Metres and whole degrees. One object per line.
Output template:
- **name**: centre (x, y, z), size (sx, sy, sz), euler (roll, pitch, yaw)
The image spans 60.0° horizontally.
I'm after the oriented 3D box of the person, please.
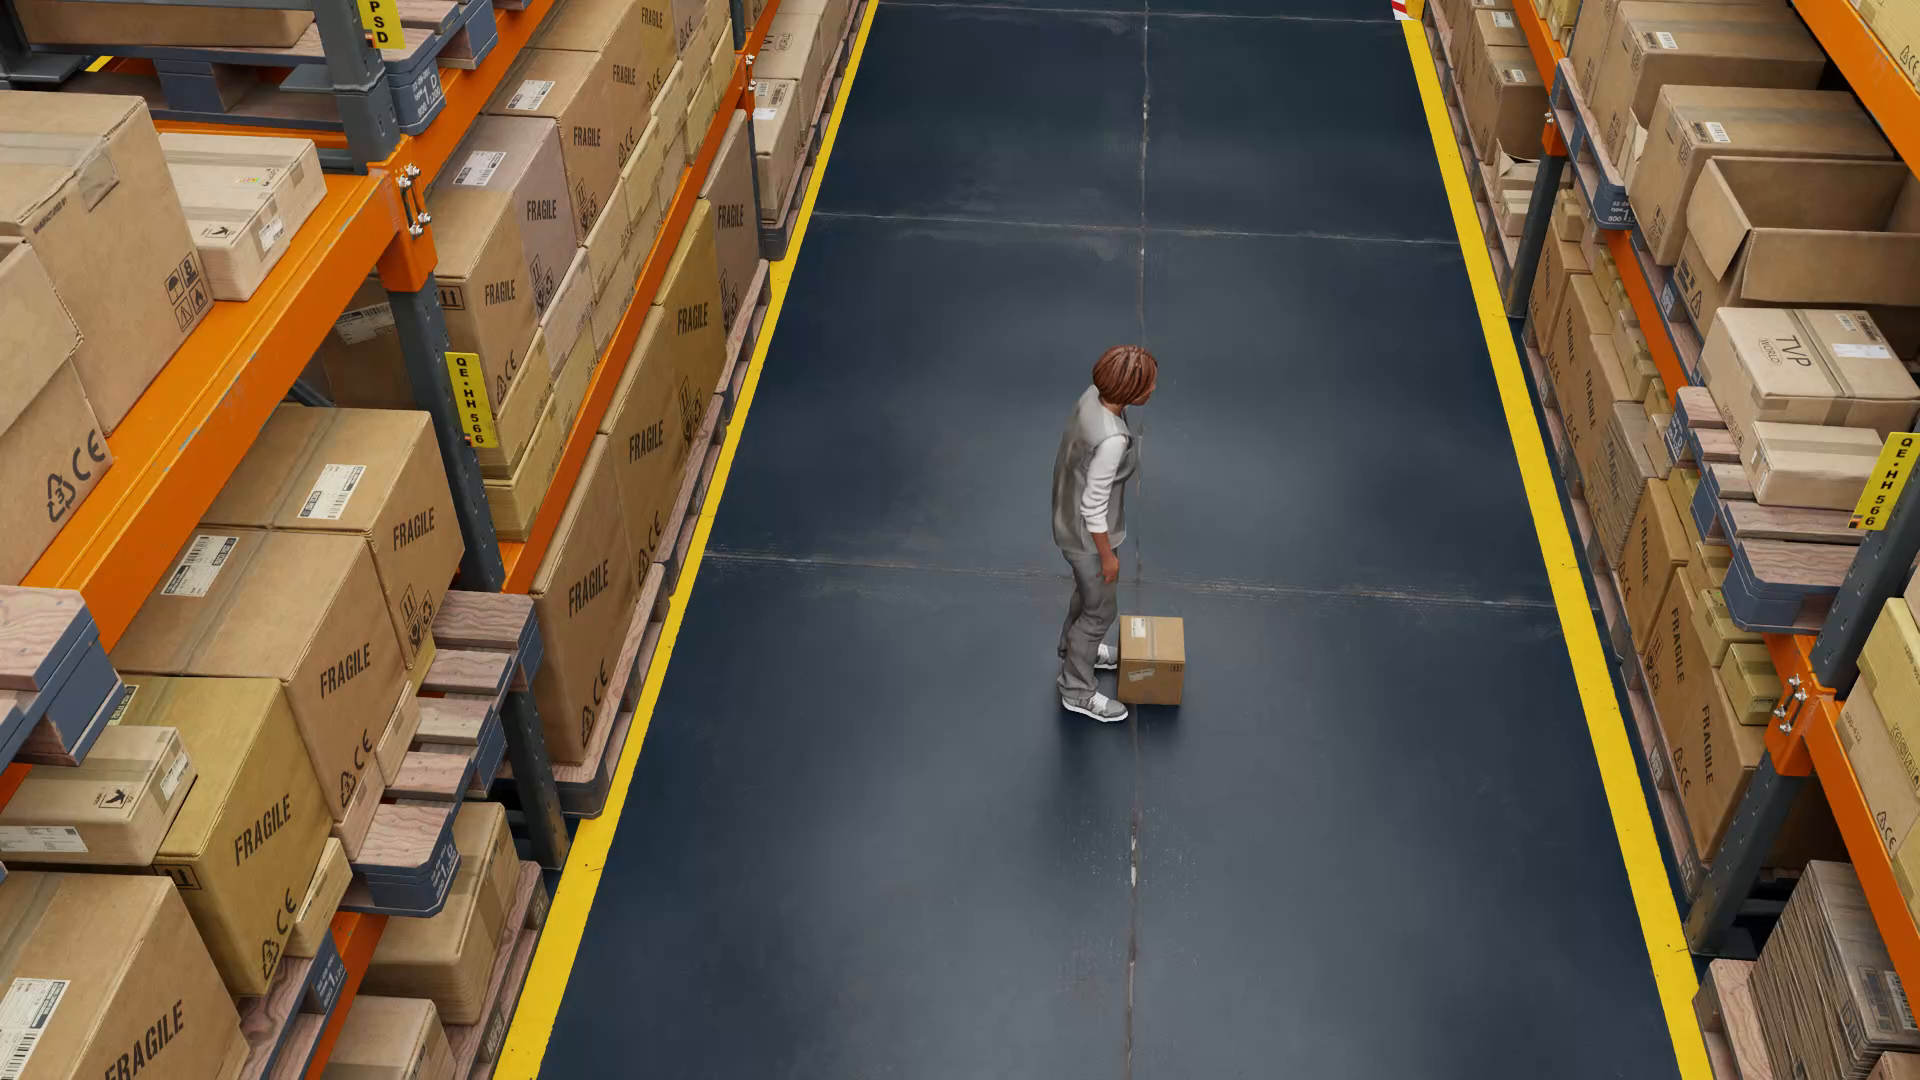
- **person**: centre (0.513, -0.040, 6.212), size (0.346, 1.593, 0.484), euler (1, 41, 1)
